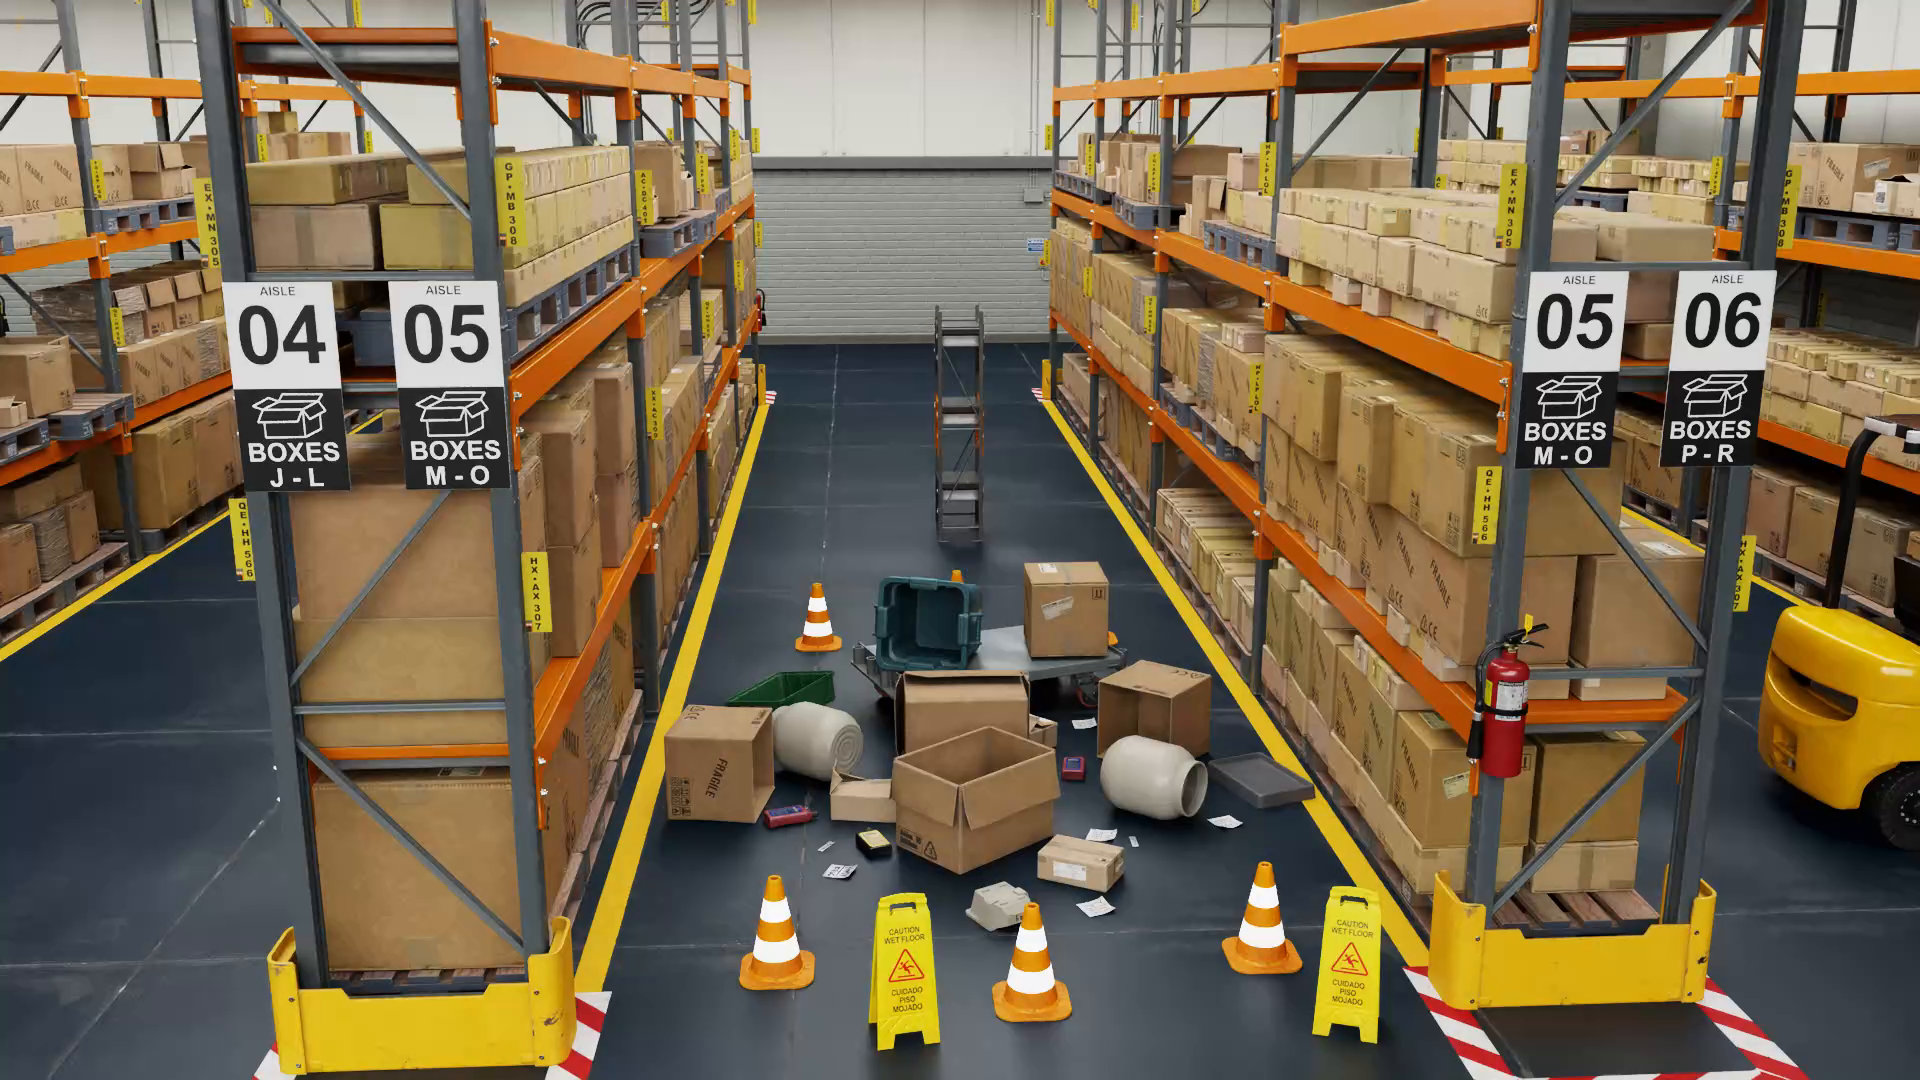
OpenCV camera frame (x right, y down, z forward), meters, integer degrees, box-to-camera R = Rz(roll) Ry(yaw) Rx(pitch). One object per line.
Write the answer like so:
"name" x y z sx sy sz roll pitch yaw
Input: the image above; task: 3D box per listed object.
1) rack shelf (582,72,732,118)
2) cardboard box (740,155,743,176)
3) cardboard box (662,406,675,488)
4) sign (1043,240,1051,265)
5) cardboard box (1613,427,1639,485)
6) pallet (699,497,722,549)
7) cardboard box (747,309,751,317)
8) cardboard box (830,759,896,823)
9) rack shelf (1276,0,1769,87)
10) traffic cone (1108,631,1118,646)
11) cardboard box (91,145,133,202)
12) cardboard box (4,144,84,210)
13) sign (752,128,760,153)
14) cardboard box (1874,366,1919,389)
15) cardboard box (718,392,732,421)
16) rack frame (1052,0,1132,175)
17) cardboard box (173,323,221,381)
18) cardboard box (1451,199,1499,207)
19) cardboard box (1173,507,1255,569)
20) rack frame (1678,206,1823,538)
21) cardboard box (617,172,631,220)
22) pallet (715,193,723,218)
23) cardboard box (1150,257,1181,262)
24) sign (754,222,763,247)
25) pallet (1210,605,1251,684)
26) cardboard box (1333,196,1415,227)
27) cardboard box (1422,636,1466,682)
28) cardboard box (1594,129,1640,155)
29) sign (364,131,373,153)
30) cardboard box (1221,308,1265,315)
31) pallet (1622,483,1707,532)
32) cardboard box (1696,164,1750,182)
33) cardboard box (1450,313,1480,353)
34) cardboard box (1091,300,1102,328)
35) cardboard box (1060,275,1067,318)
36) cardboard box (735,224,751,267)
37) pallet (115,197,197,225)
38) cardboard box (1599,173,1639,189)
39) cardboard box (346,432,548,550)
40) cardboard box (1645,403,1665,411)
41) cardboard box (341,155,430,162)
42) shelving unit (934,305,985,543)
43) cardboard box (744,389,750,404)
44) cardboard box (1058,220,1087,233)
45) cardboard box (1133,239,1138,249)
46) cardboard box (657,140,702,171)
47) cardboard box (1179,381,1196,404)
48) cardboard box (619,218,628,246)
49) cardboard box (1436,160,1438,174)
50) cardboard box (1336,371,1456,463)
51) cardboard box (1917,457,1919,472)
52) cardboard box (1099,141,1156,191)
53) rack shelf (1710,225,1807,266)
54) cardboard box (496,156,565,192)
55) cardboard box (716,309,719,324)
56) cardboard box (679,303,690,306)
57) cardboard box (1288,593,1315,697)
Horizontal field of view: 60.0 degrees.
"rack shelf" -2.837 -4.180 15.683 1.077 0.370 4.000 -1 14 -3
"cardboard box" -2.845 -4.440 19.765 0.500 0.250 0.500 -2 15 -6
"cardboard box" -2.262 -0.633 11.491 0.500 0.500 0.500 -1 14 -3
"sign" 1.171 -3.861 22.340 0.100 0.325 0.005 -1 14 -3
"cardboard box" 6.878 -0.848 16.699 0.500 0.500 0.500 0 14 -1
"pallet" -2.760 -0.163 15.461 1.003 0.211 1.213 -1 14 -3
"cardboard box" -2.859 -2.923 21.094 0.380 0.149 0.250 0 14 -2
"cardboard box" -0.521 1.399 9.281 0.396 0.266 0.258 2 15 6
"rack shelf" 2.592 -2.484 8.295 1.077 0.370 4.000 -1 14 -3
"traffic cone" 0.994 0.516 12.317 0.336 0.463 0.334 -1 14 -3
"cardboard box" -7.921 -3.336 15.134 0.500 0.500 0.500 0 14 0
"cardboard box" -7.391 -2.896 13.263 0.500 0.500 0.500 -1 14 -2
"sign" -2.654 -5.194 21.620 0.100 0.325 0.005 -1 14 -3
"cardboard box" 7.081 -1.203 12.402 0.380 0.149 0.250 -1 14 -5
"cardboard box" -2.644 -1.361 17.187 0.500 0.250 0.500 0 14 -1
"rack frame" 1.725 -6.316 21.738 1.000 3.000 0.127 -1 14 -3
"cardboard box" -7.527 -1.821 16.108 0.500 0.500 0.500 -1 14 -3
"cardboard box" 2.854 -1.746 8.901 0.380 0.149 0.250 -1 14 -3
"cardboard box" 2.300 -0.028 13.768 0.950 0.372 0.625 -1 14 -5
"rack frame" 7.175 -1.498 15.054 1.000 3.000 0.127 -1 14 -3
"cardboard box" -2.179 -1.982 9.574 0.500 0.250 0.500 -1 14 -4
"pallet" -2.962 -3.263 16.268 1.213 0.211 1.003 -1 14 -3
"cardboard box" 2.291 -2.712 17.565 0.500 0.500 0.500 -1 14 -2
"sign" -2.654 -4.026 21.921 0.100 0.325 0.005 -1 14 -3
"pallet" 2.419 0.731 11.986 1.003 0.211 1.213 -1 14 -3
"cardboard box" 2.270 -1.803 9.123 0.380 0.149 0.250 -1 14 -5
"cardboard box" 2.353 0.539 7.638 0.380 0.149 0.250 -1 14 -4
"cardboard box" 7.064 -4.280 17.879 0.396 0.266 0.258 -1 14 -3
"sign" -7.623 -5.106 21.435 0.100 0.325 0.005 -1 14 -3
"cardboard box" 2.526 -1.708 14.228 0.500 0.500 0.500 -1 14 -5
"pallet" 7.166 -0.334 16.125 1.003 0.211 1.213 -1 14 -3
"cardboard box" 6.858 -3.297 14.927 0.380 0.149 0.250 0 14 -2
"cardboard box" 2.367 -0.908 7.244 0.380 0.149 0.250 -1 14 -3
"cardboard box" 1.719 -2.471 18.133 0.500 0.250 0.500 -1 14 -5
"cardboard box" 1.541 -3.083 21.012 0.500 0.500 0.500 -1 14 -4
"cardboard box" -2.860 -3.620 20.497 0.500 0.500 0.500 0 14 -1
"pallet" -7.835 -3.066 15.508 1.003 0.211 1.213 0 14 -1
"cardboard box" 6.669 -3.614 16.716 0.380 0.149 0.250 -1 14 -2
"cardboard box" -2.328 -0.154 7.359 0.875 0.550 0.550 -1 14 -3
"cardboard box" 7.346 -1.328 17.265 0.380 0.149 0.250 -1 15 -6
"cardboard box" -2.656 -1.693 7.653 0.380 0.149 0.250 -1 14 -4
"shelving unit" -0.010 -1.058 15.148 0.431 2.100 0.503 -1 14 -3
"cardboard box" -2.771 -1.759 20.348 0.380 0.149 0.250 -1 14 -3
"cardboard box" 1.460 -4.034 21.400 0.380 0.149 0.250 0 14 -2
"cardboard box" 2.180 -3.408 18.968 0.380 0.149 0.250 -1 14 -3
"cardboard box" -2.495 -3.424 14.782 0.396 0.266 0.258 -1 14 -3
"cardboard box" 2.007 -1.211 13.596 0.380 0.149 0.250 -1 14 -3
"cardboard box" -2.108 -1.759 9.508 0.380 0.149 0.250 -1 14 -3
"cardboard box" 6.434 -4.898 21.949 0.500 0.250 0.500 -1 14 -4
"cardboard box" 2.416 -0.609 8.793 0.700 0.500 0.500 -1 14 -4
"cardboard box" 7.130 -0.552 11.678 0.500 0.250 0.500 -1 14 -2
"cardboard box" 1.738 -3.896 17.311 0.500 0.500 0.500 -1 14 -4
"rack shelf" 7.051 -3.100 16.703 1.077 0.370 4.000 -1 14 -3
"cardboard box" -1.983 -1.639 7.443 0.380 0.149 0.250 -1 14 -4
"cardboard box" -2.710 -2.317 17.299 0.380 0.149 0.250 0 14 -1
"cardboard box" -2.662 -2.263 16.493 0.380 0.149 0.250 -2 15 -6
"cardboard box" 2.281 0.623 9.980 0.500 0.500 0.500 0 14 -1
